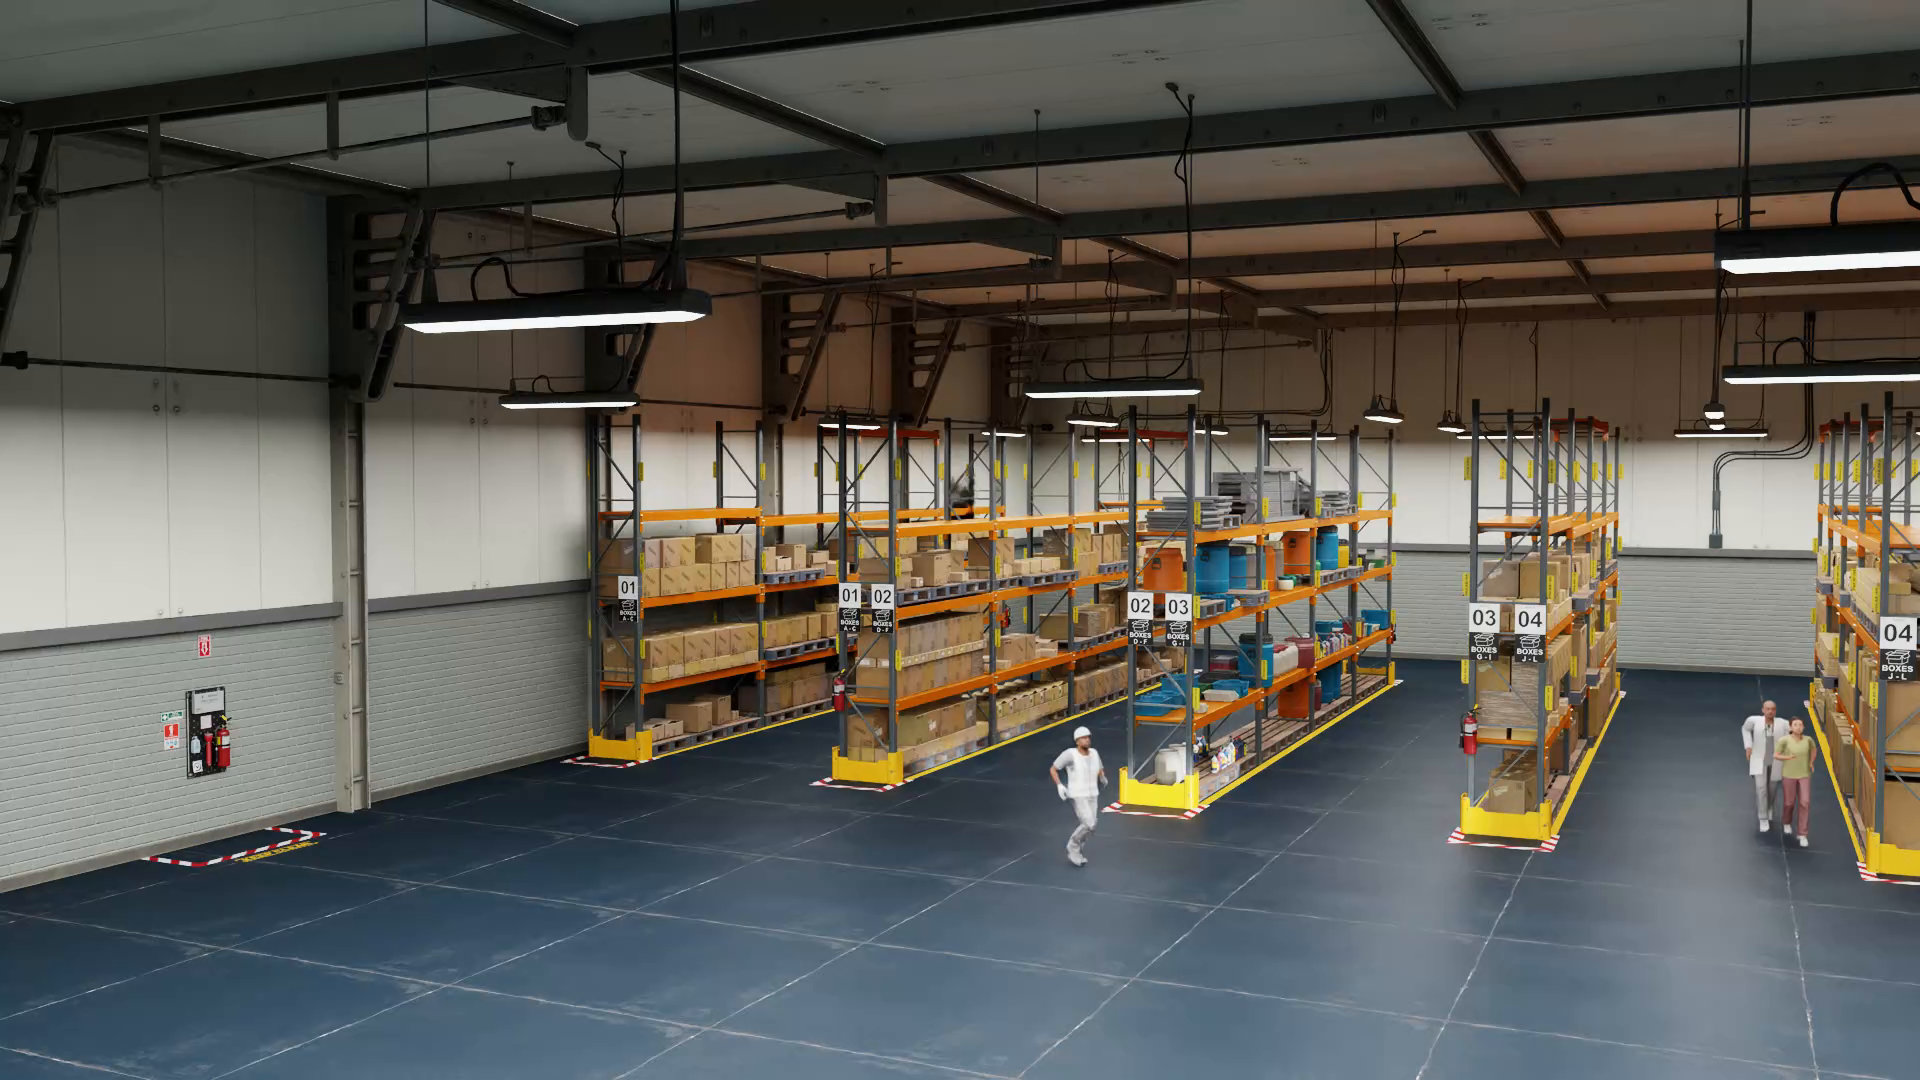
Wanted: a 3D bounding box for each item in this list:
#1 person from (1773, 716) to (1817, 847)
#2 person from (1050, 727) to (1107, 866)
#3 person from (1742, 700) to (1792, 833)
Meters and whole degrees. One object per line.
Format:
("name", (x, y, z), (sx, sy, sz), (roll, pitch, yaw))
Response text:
("person", (11.269, 3.212, 22.414), (0.578, 1.675, 0.905), (1, 2, 17))
("person", (1.583, 3.243, 21.021), (0.673, 1.743, 0.654), (-2, 3, -38))
("person", (11.400, 3.146, 23.462), (0.651, 1.802, 1.036), (1, 2, 18))
